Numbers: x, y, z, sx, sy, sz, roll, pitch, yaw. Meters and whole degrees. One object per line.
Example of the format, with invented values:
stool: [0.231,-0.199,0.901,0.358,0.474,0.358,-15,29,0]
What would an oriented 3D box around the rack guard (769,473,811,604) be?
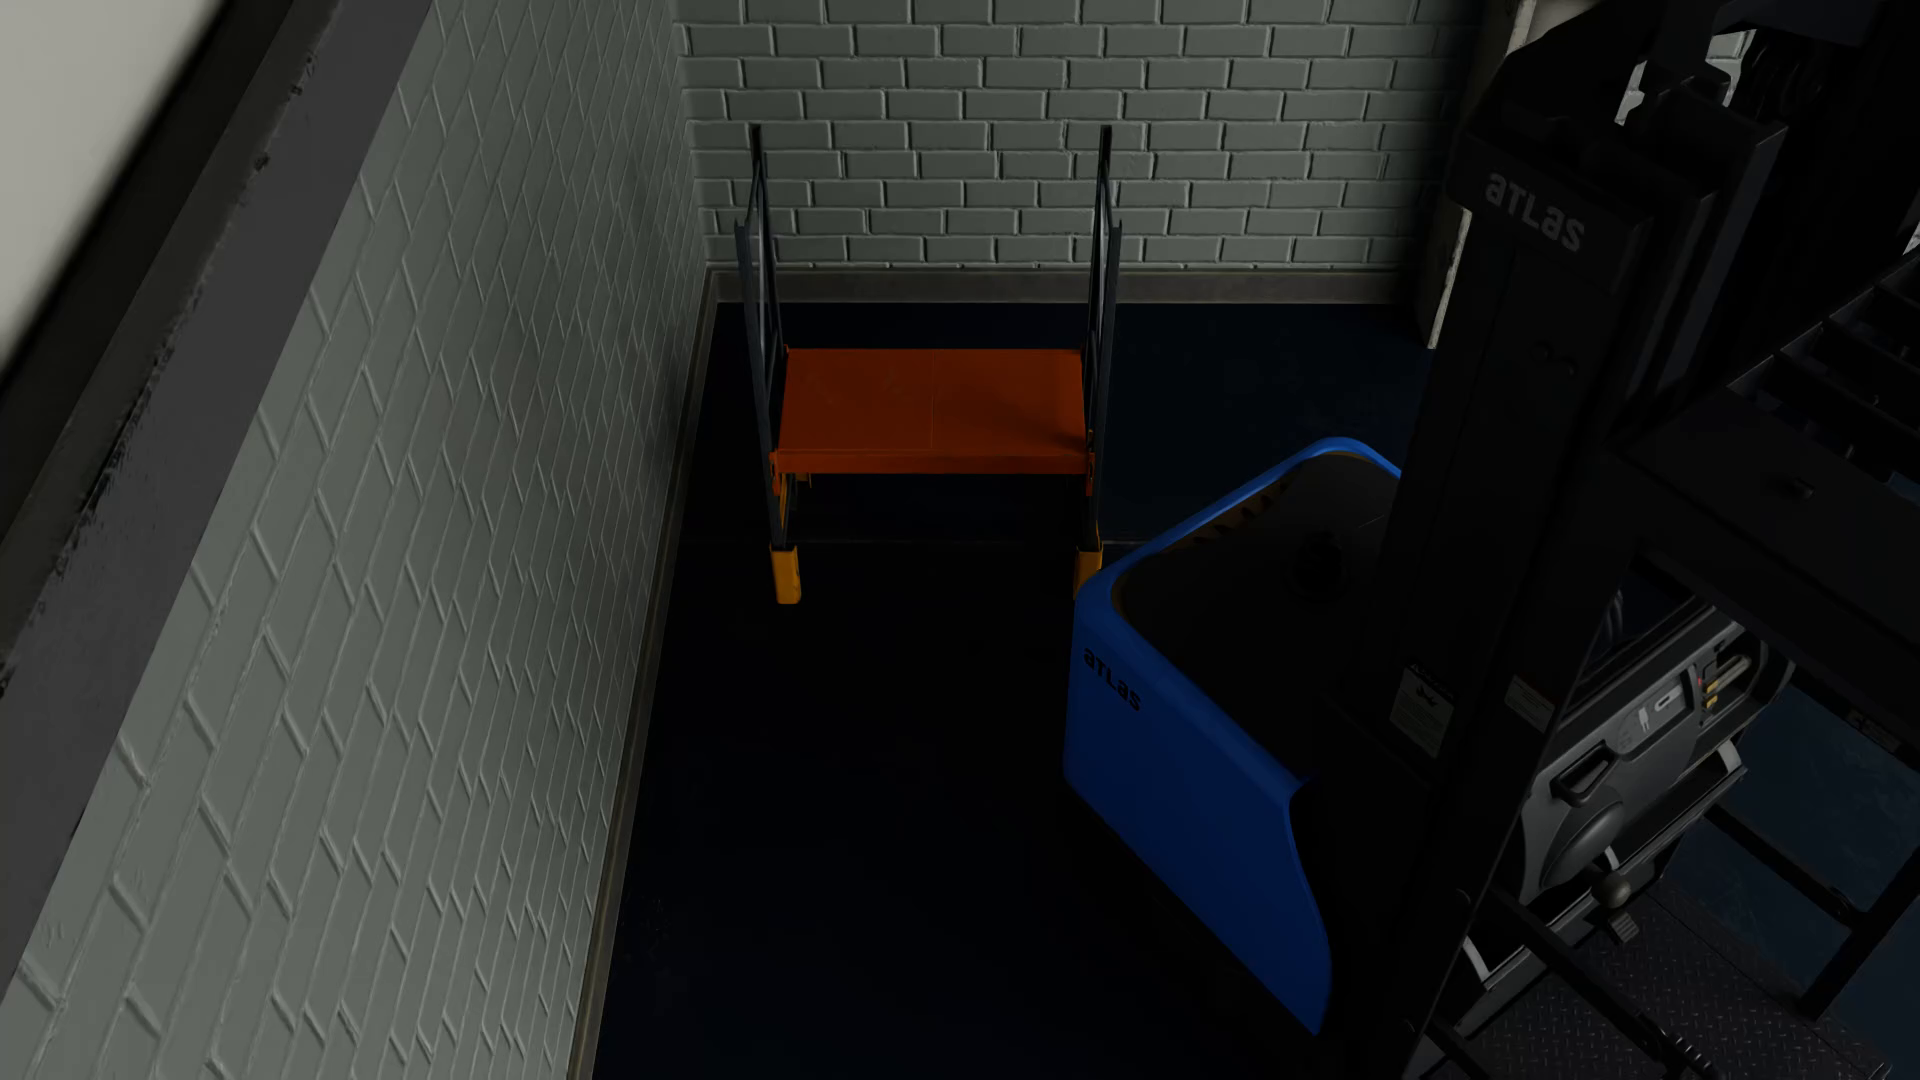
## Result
rack guard: [-0.574,-0.087,5.660,0.087,0.250,0.587,0,47,0]

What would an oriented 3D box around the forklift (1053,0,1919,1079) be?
forklift: [1.570,0.493,3.289,1.130,2.935,3.031,-29,54,-25]

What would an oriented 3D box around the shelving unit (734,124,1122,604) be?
shelving unit: [-0.076,-0.511,5.201,1.083,1.500,0.587,0,47,0]

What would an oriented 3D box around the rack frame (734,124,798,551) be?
rack frame: [-0.594,-0.513,5.203,0.032,1.500,0.500,0,47,0]

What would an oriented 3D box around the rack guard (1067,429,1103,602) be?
rack guard: [0.422,-0.084,5.657,0.087,0.250,0.587,0,47,0]

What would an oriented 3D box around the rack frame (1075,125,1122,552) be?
rack frame: [0.423,-0.510,5.200,0.032,1.500,0.500,0,47,0]

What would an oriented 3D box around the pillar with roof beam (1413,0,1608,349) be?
pillar with roof beam: [1.988,-0.769,0.318,0.400,9.000,9.100,0,47,0]

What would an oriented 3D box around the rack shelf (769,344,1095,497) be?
rack shelf: [-0.085,-0.389,5.333,1.000,0.185,0.538,0,47,0]
